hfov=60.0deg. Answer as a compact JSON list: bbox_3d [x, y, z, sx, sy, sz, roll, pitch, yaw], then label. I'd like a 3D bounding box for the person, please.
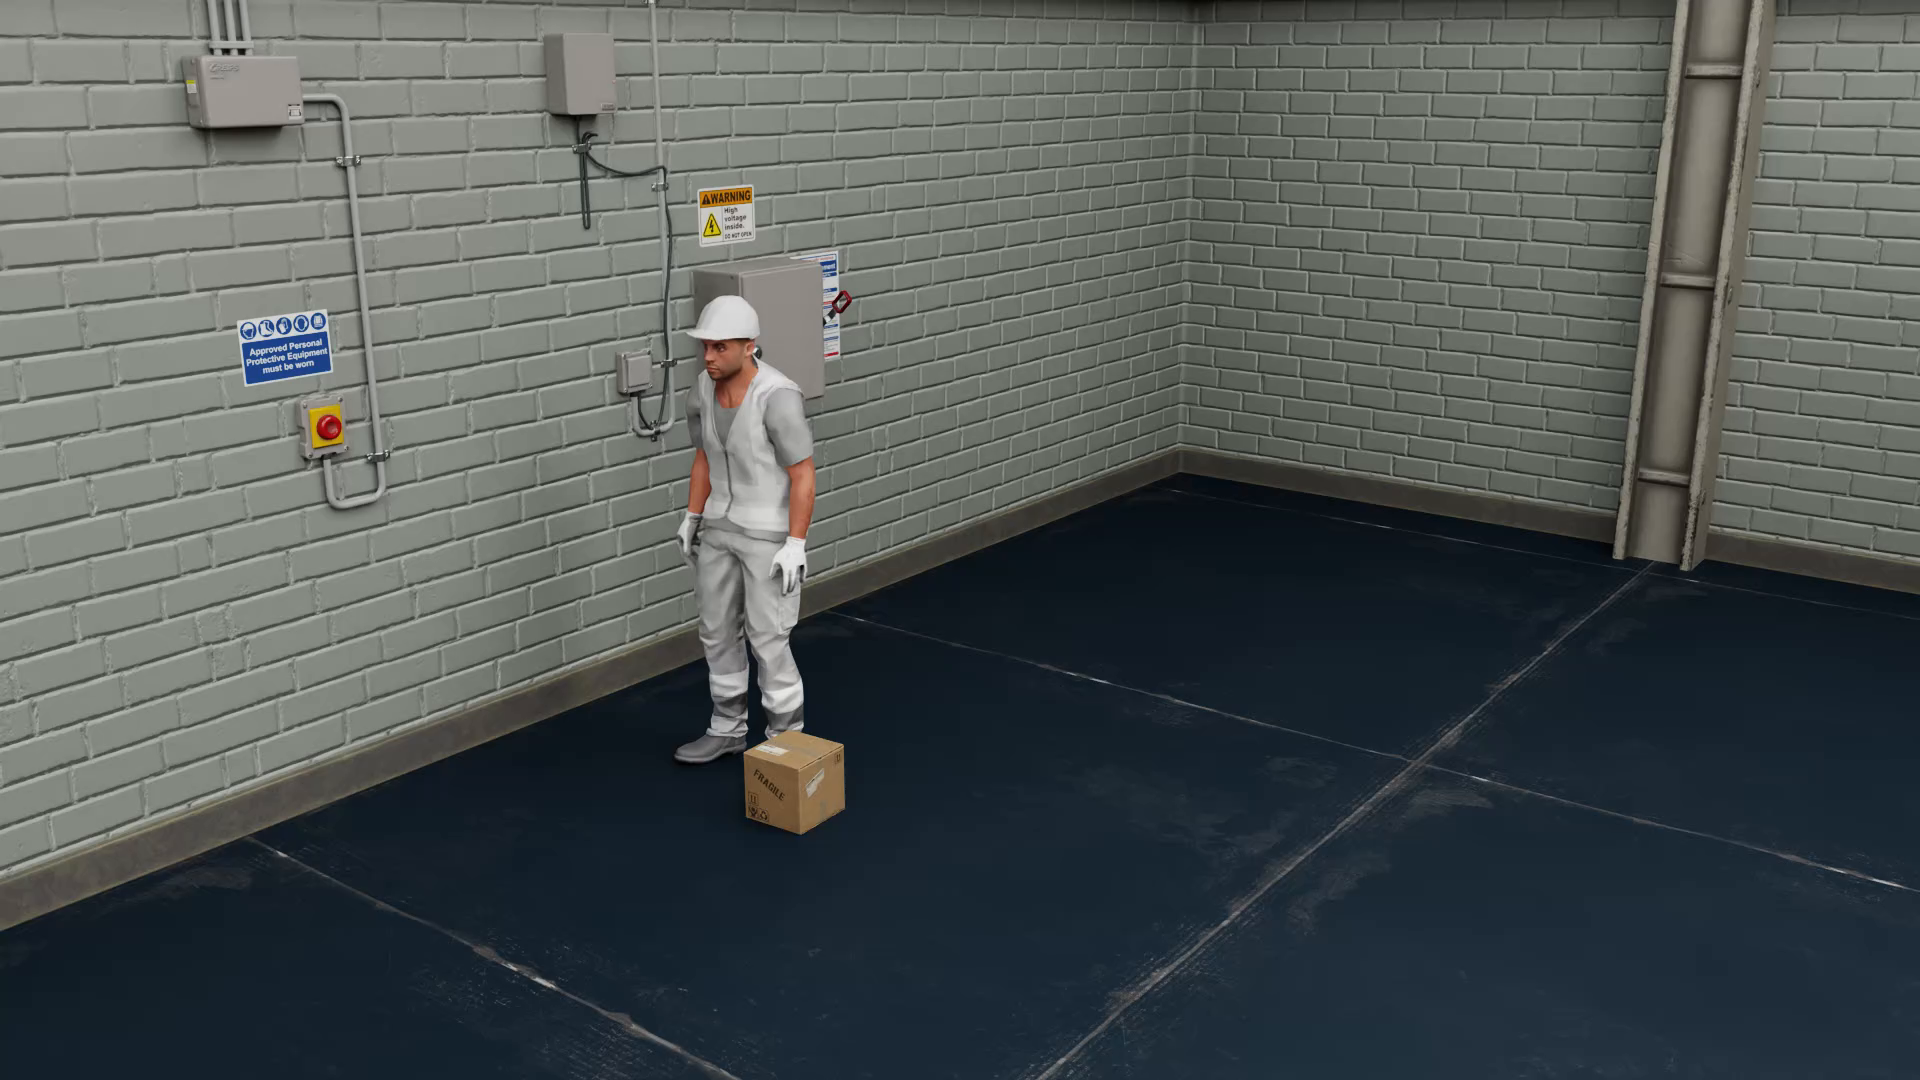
[{"bbox_3d":[-0.784,-0.003,6.022,0.608,1.779,0.451,12,20,35],"label":"person"}]
